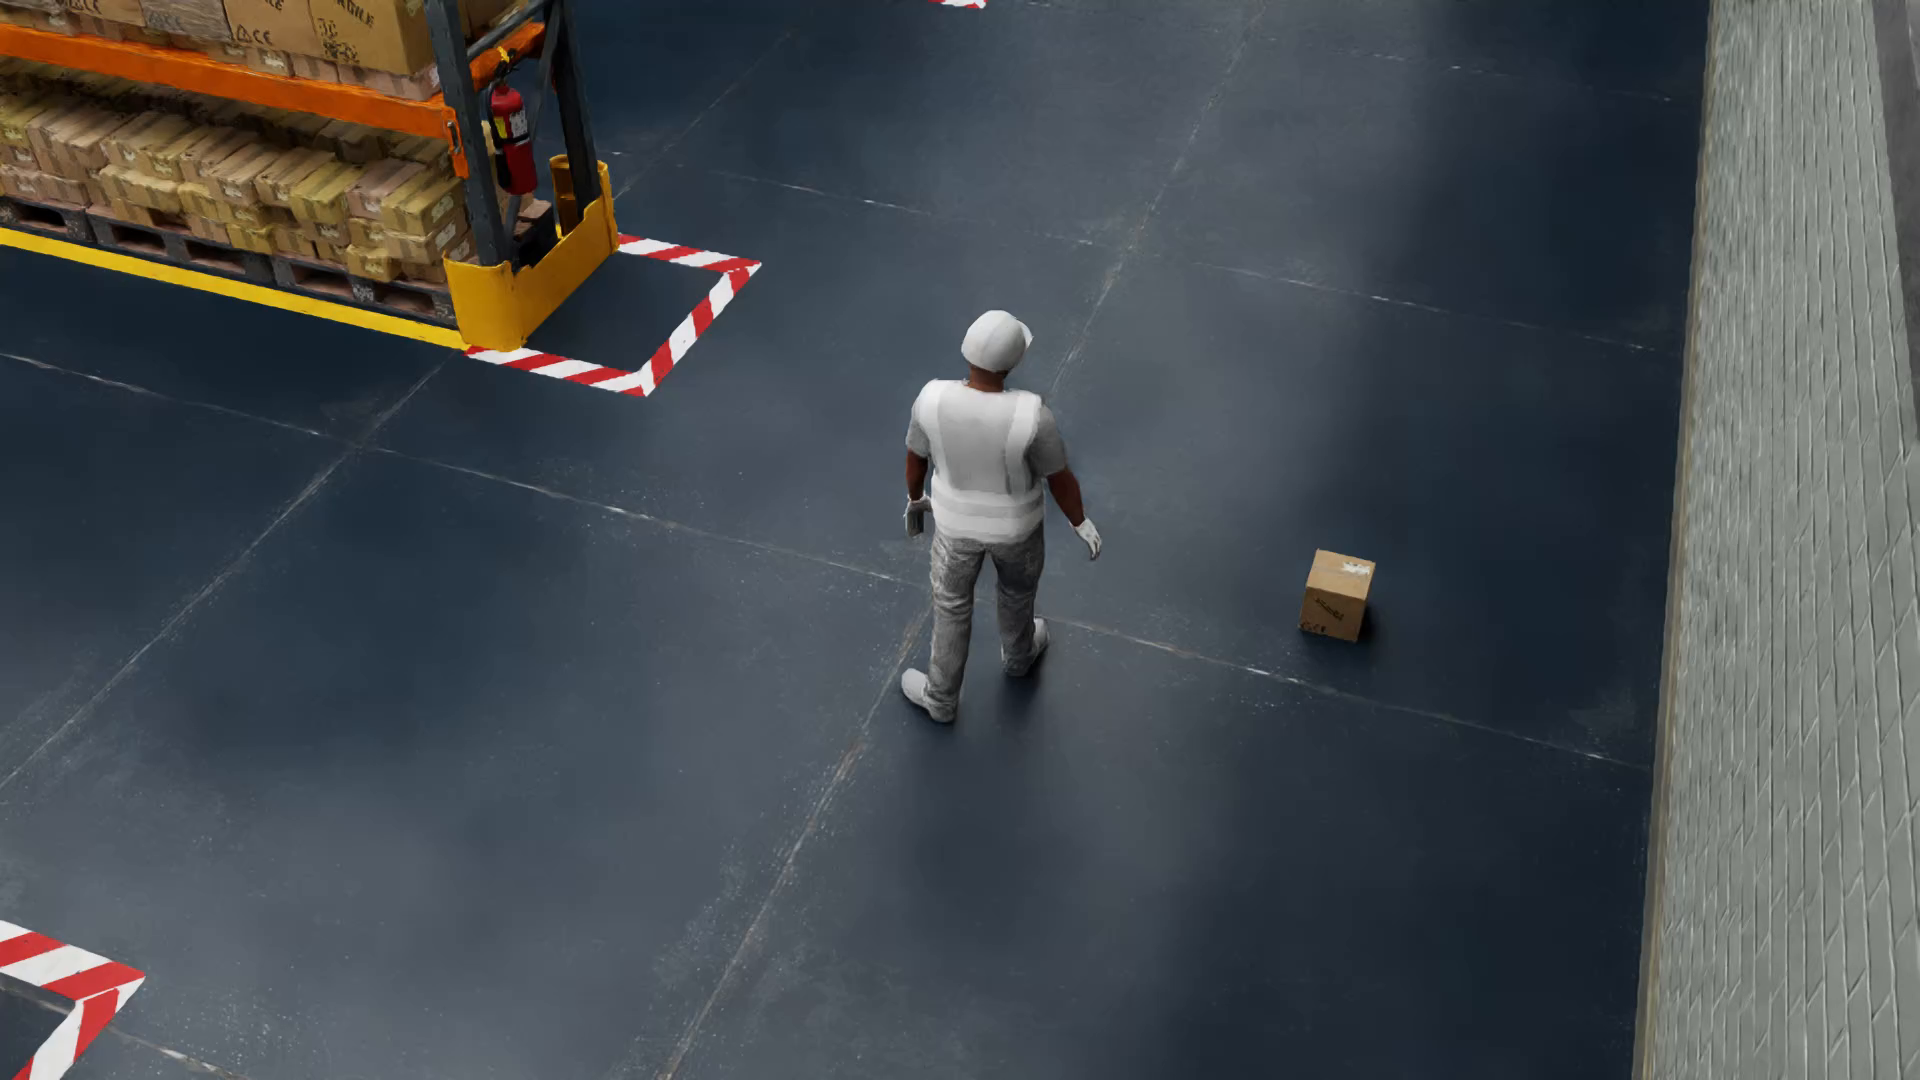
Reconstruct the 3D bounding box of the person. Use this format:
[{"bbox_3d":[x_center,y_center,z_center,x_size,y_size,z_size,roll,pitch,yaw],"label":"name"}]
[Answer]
[{"bbox_3d":[0.162,-0.101,6.253,0.765,1.788,0.635,8,42,9],"label":"person"}]
